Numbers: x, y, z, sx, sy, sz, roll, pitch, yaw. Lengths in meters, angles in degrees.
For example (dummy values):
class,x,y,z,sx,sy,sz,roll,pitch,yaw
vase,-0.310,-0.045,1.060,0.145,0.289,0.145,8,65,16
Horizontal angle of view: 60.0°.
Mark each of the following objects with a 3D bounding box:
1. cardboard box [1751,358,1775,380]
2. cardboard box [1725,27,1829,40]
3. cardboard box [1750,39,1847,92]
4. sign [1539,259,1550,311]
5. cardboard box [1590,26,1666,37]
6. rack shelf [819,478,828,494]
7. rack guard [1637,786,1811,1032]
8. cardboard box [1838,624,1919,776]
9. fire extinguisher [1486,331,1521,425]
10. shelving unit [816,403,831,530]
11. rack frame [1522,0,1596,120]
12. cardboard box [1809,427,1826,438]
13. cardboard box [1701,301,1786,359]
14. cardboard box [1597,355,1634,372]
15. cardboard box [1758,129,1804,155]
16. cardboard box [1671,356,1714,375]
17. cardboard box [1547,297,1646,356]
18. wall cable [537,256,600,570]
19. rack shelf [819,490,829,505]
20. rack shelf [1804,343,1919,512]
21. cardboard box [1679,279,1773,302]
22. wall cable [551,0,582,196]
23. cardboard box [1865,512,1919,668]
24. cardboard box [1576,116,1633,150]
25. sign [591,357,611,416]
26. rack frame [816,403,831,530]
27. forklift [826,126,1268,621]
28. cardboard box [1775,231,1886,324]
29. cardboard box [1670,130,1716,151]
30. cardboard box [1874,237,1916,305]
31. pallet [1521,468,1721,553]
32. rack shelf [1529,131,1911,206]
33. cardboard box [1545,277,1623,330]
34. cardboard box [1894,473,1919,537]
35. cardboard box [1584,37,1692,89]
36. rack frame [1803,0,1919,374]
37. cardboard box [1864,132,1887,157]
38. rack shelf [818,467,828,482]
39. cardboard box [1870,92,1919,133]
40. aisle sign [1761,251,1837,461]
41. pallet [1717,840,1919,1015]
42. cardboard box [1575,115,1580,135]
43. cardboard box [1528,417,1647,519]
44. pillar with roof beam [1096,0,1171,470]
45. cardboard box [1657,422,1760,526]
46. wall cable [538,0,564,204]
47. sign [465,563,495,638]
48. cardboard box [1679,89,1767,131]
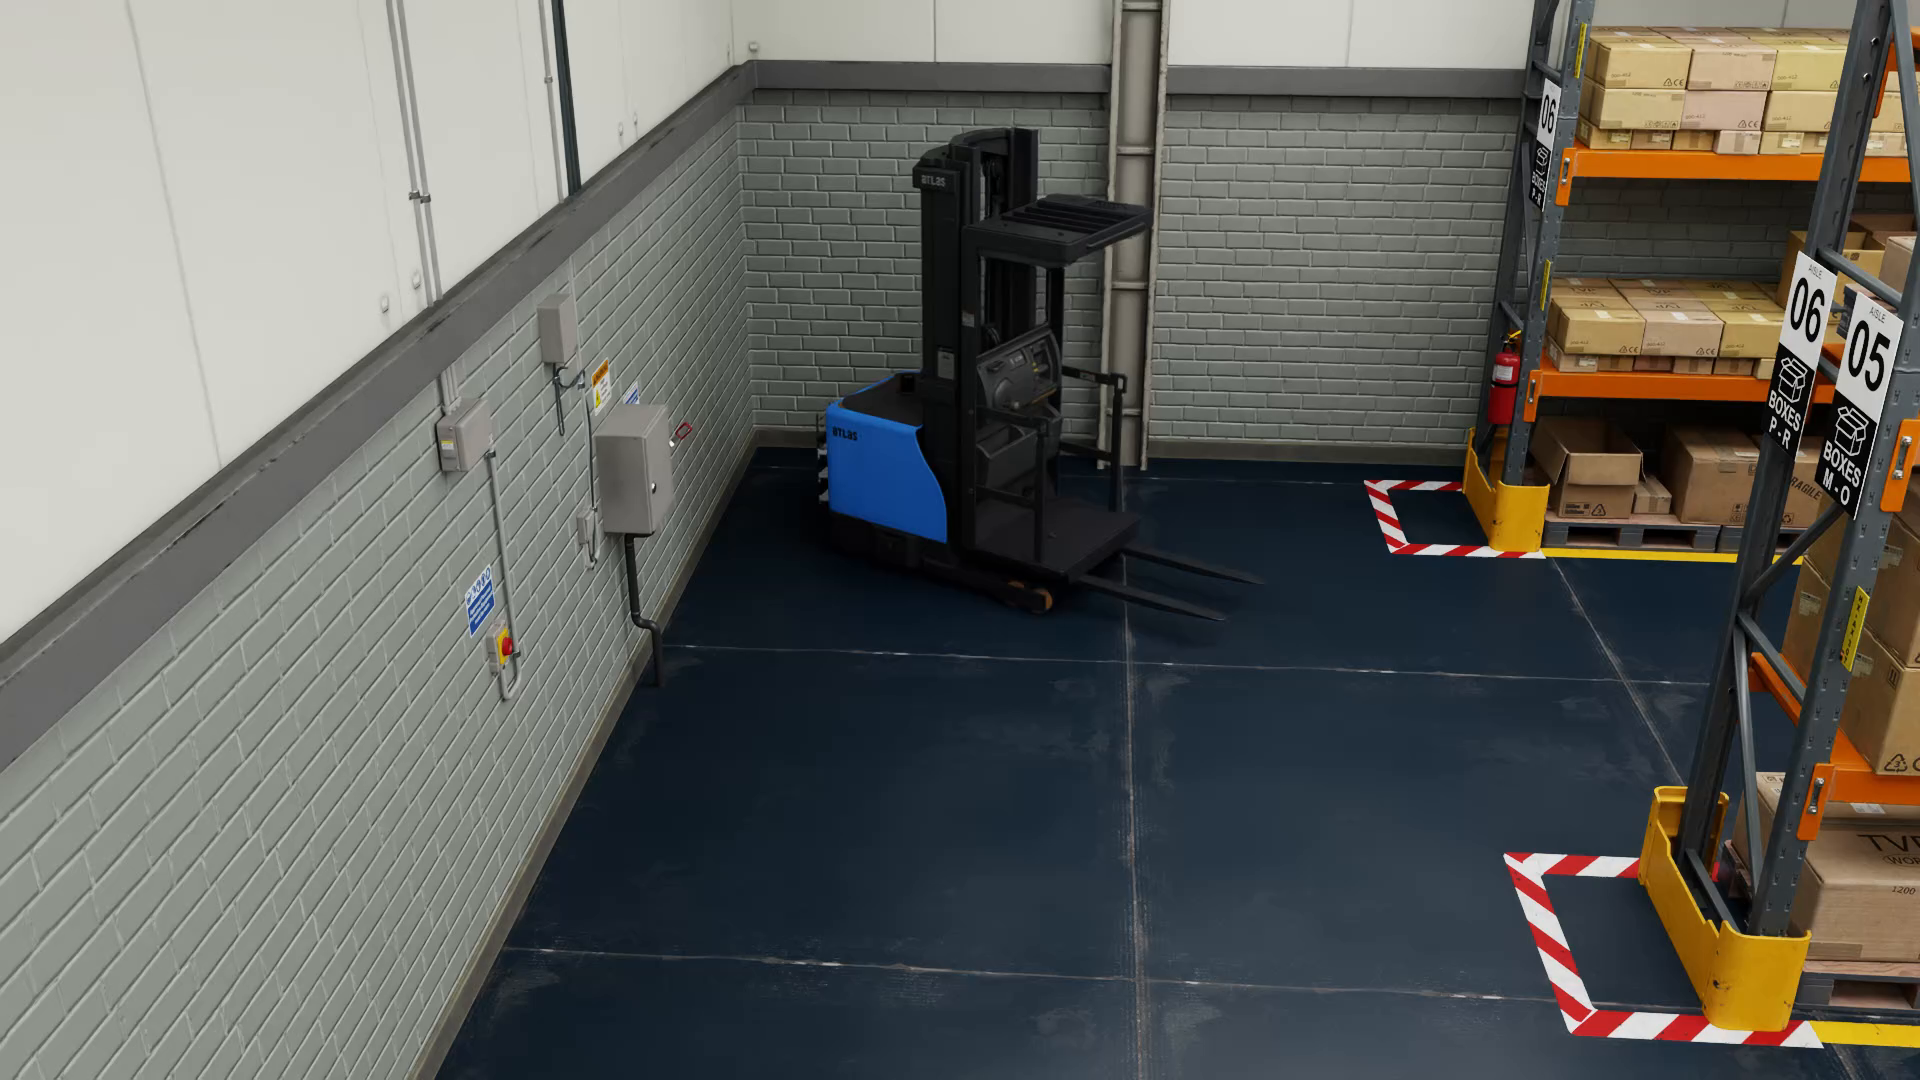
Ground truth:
class,x,y,z,sx,sy,sz,roll,pitch,yaw
cardboard box,5.500,-1.222,11.330,0.250,0.149,0.380,1,25,2
cardboard box,5.411,-3.253,11.080,0.500,0.250,0.500,2,25,5
cardboard box,5.344,-3.027,10.588,0.500,0.250,0.500,1,25,3
sign,3.871,-1.690,11.011,0.005,0.325,0.100,2,25,4
cardboard box,4.377,-3.282,11.143,0.500,0.250,0.500,1,25,3
rack shelf,-0.879,-0.402,12.053,0.200,0.077,0.258,9,26,19
rack guard,3.513,1.680,7.711,0.348,0.500,1.175,2,25,4
cardboard box,3.993,0.635,6.873,0.500,0.500,0.500,2,25,4
fire extinguisher,3.731,-1.131,11.369,0.183,0.674,0.296,2,25,4
shelving unit,-0.879,-0.514,12.001,0.210,0.900,0.258,9,26,19
rack frame,3.913,-4.249,10.429,0.127,3.000,1.000,2,25,4
cardboard box,6.400,-0.443,11.823,0.500,0.500,0.700,1,25,2
cardboard box,5.353,-1.433,11.310,0.500,0.250,0.500,1,25,3
cardboard box,4.477,-1.295,11.489,0.250,0.149,0.380,2,25,5
cardboard box,5.233,-2.596,10.726,0.250,0.149,0.380,2,25,4
cardboard box,4.989,-1.268,11.429,0.250,0.149,0.380,3,25,6
cardboard box,4.345,-1.463,11.377,0.500,0.250,0.500,2,25,4
wall cable,-1.990,-0.678,8.631,0.122,1.984,0.588,2,25,4
rack shelf,-0.879,-0.320,12.091,0.200,0.077,0.258,9,26,19
rack shelf,5.531,-0.426,6.571,4.000,0.370,1.077,2,25,4
cardboard box,5.399,-1.651,11.785,0.500,0.250,0.500,3,25,6
wall cable,-1.845,-3.735,9.267,0.133,3.039,2.988,2,25,4
cardboard box,3.993,0.180,6.666,0.500,0.500,0.500,1,25,3
cardboard box,4.213,-2.665,10.876,0.250,0.149,0.380,2,25,5
sign,-1.992,-0.855,9.242,0.001,0.242,0.339,2,25,4
rack frame,-0.974,-0.529,12.034,0.006,0.900,0.240,9,26,19
forklift,0.567,-1.098,10.841,3.031,2.935,1.130,16,29,31
cardboard box,5.840,-1.756,11.116,0.500,0.500,0.500,2,25,5
cardboard box,4.731,-2.652,10.848,0.250,0.149,0.380,2,25,4
cardboard box,3.992,-1.008,6.533,0.500,0.250,0.500,0,25,-1
pallet,4.784,-0.229,12.206,1.213,0.211,1.003,2,25,4
rack shelf,5.907,-2.495,11.068,4.000,0.370,1.077,2,25,4
cardboard box,4.392,-1.686,11.861,0.500,0.250,0.500,3,25,6
cardboard box,3.869,-0.122,6.546,0.250,0.149,0.380,2,25,5
cardboard box,4.336,-3.061,10.663,0.500,0.250,0.500,2,25,3
rack frame,3.537,-2.180,5.933,0.127,3.000,1.000,2,25,4
cardboard box,5.734,-2.575,10.681,0.250,0.149,0.380,2,25,4
rack shelf,-0.879,-0.484,12.015,0.200,0.077,0.258,9,26,19
cardboard box,5.870,-2.789,10.668,0.500,0.250,0.500,1,25,3
aisle sign,3.489,-0.767,6.929,0.004,0.787,0.394,2,25,4
pallet,4.340,1.805,7.785,1.213,0.211,1.003,2,25,4
cardboard box,4.250,-2.858,11.296,0.250,0.149,0.380,2,25,5
cardboard box,4.515,-0.521,11.989,0.637,0.503,0.797,1,25,2
pillar with roof beam,0.964,-2.916,7.534,0.400,9.000,9.100,2,25,4
cardboard box,5.365,-0.476,11.895,0.500,0.500,0.700,3,25,6
wall cable,-2.096,-2.558,6.754,0.029,3.000,2.355,2,25,4
sign,-2.152,0.270,7.462,0.001,0.218,0.327,2,25,4
cardboard box,4.843,-2.817,10.730,0.500,0.250,0.500,2,25,5
